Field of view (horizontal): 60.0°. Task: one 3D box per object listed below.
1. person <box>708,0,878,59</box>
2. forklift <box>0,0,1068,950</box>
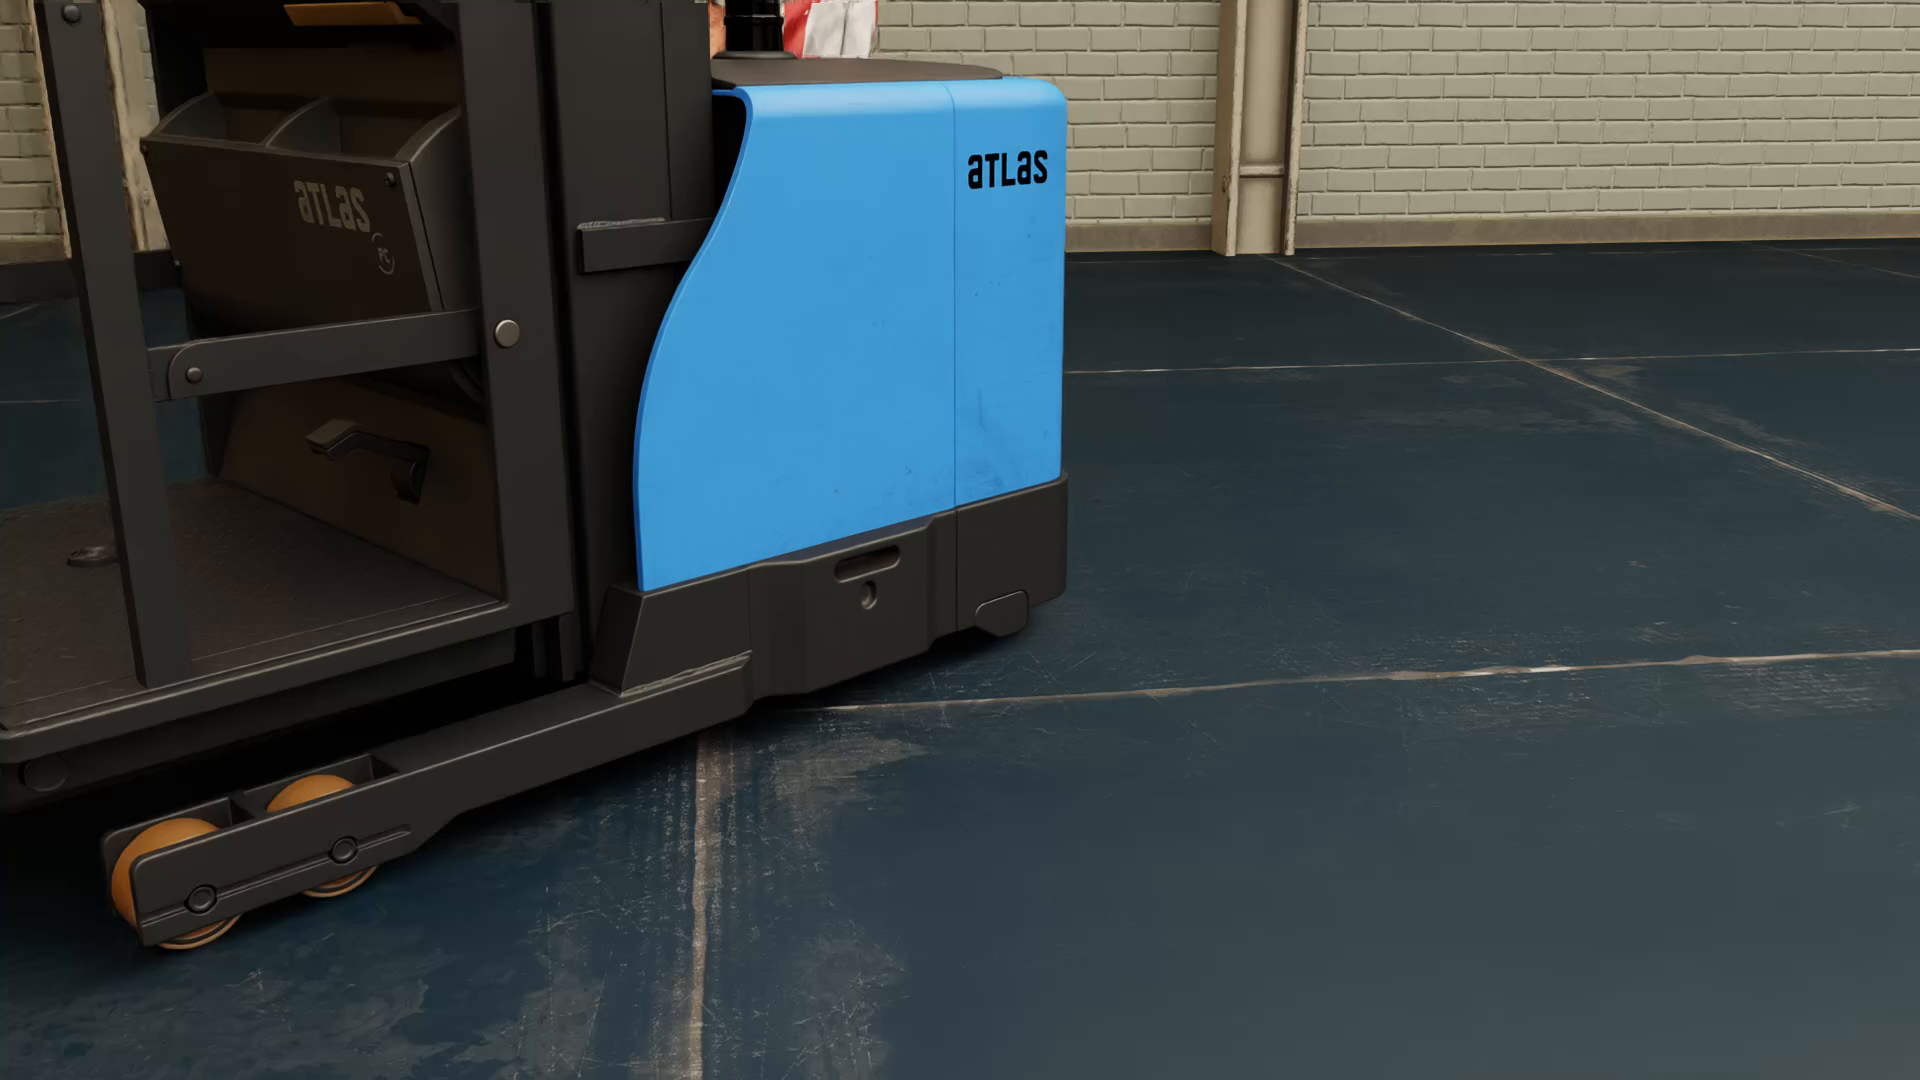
[{"bbox_3d":[-0.423,-1.054,4.516,0.464,1.750,0.887,14,22,38],"label":"person"},{"bbox_3d":[-1.179,-1.034,2.317,1.130,2.935,3.031,16,23,42],"label":"forklift"}]
